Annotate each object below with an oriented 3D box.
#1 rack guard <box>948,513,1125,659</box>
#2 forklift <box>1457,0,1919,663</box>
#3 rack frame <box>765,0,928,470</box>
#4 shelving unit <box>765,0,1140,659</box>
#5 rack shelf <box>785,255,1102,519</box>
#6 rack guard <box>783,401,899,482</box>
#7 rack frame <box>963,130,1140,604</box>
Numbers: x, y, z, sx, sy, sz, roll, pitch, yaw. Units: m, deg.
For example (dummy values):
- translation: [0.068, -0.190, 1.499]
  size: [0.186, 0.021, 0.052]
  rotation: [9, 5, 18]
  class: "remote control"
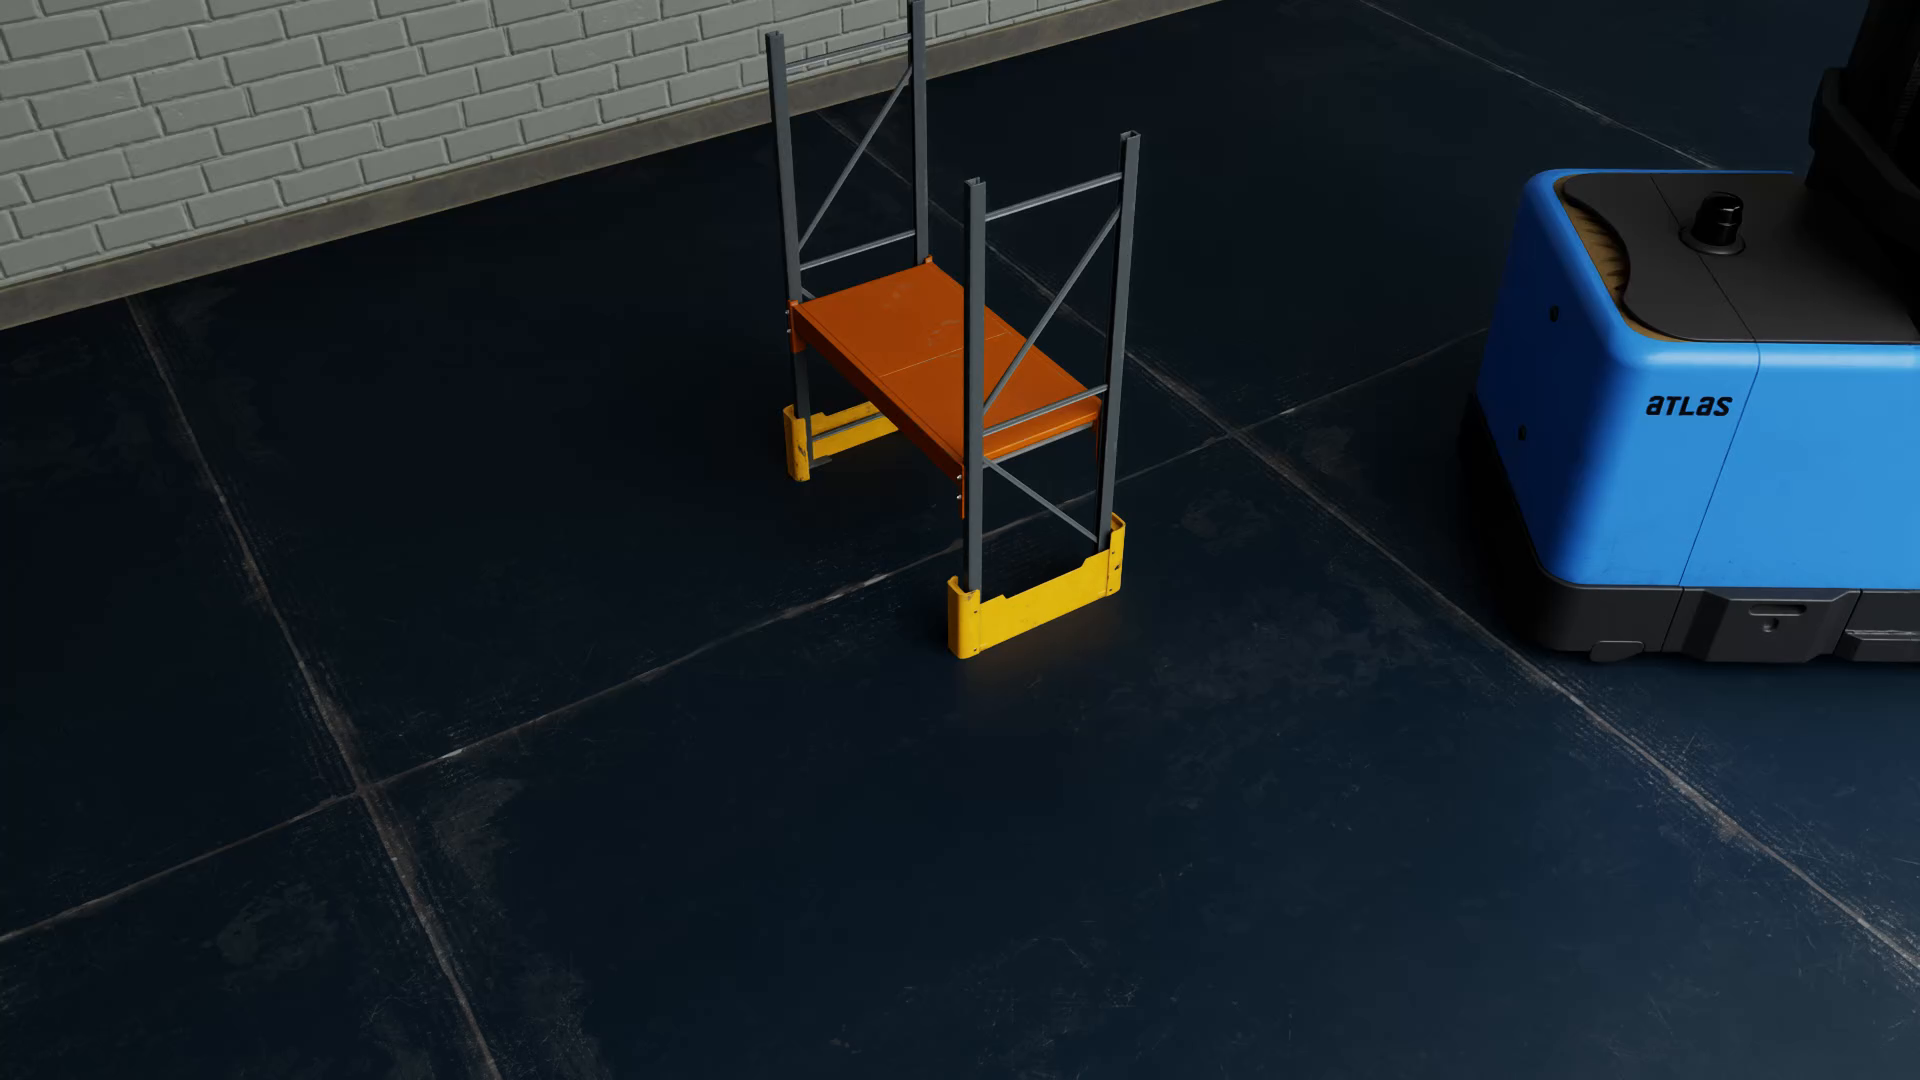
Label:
- translation: [0.227, 0.132, 4.897]
  size: [0.587, 0.250, 0.087]
  rotation: [-22, 45, -24]
  class: "rack guard"
- translation: [3.146, -1.072, 4.246]
  size: [3.031, 2.935, 1.130]
  rotation: [1, 40, 1]
  class: "forklift"
- translation: [-0.319, -0.897, 5.154]
  size: [0.500, 1.500, 0.032]
  rotation: [-22, 45, -24]
  class: "rack frame"
- translation: [-0.041, -0.617, 4.819]
  size: [0.587, 1.500, 1.083]
  rotation: [-22, 45, -24]
  class: "shelving unit"
- translation: [-0.046, -0.484, 4.940]
  size: [0.538, 0.185, 1.000]
  rotation: [-22, 45, -24]
  class: "rack shelf"
- translation: [-0.309, -0.406, 5.542]
  size: [0.587, 0.250, 0.087]
  rotation: [-22, 45, -24]
  class: "rack guard"
- translation: [0.227, -0.348, 4.496]
  size: [0.500, 1.500, 0.032]
  rotation: [-22, 45, -24]
  class: "rack frame"
